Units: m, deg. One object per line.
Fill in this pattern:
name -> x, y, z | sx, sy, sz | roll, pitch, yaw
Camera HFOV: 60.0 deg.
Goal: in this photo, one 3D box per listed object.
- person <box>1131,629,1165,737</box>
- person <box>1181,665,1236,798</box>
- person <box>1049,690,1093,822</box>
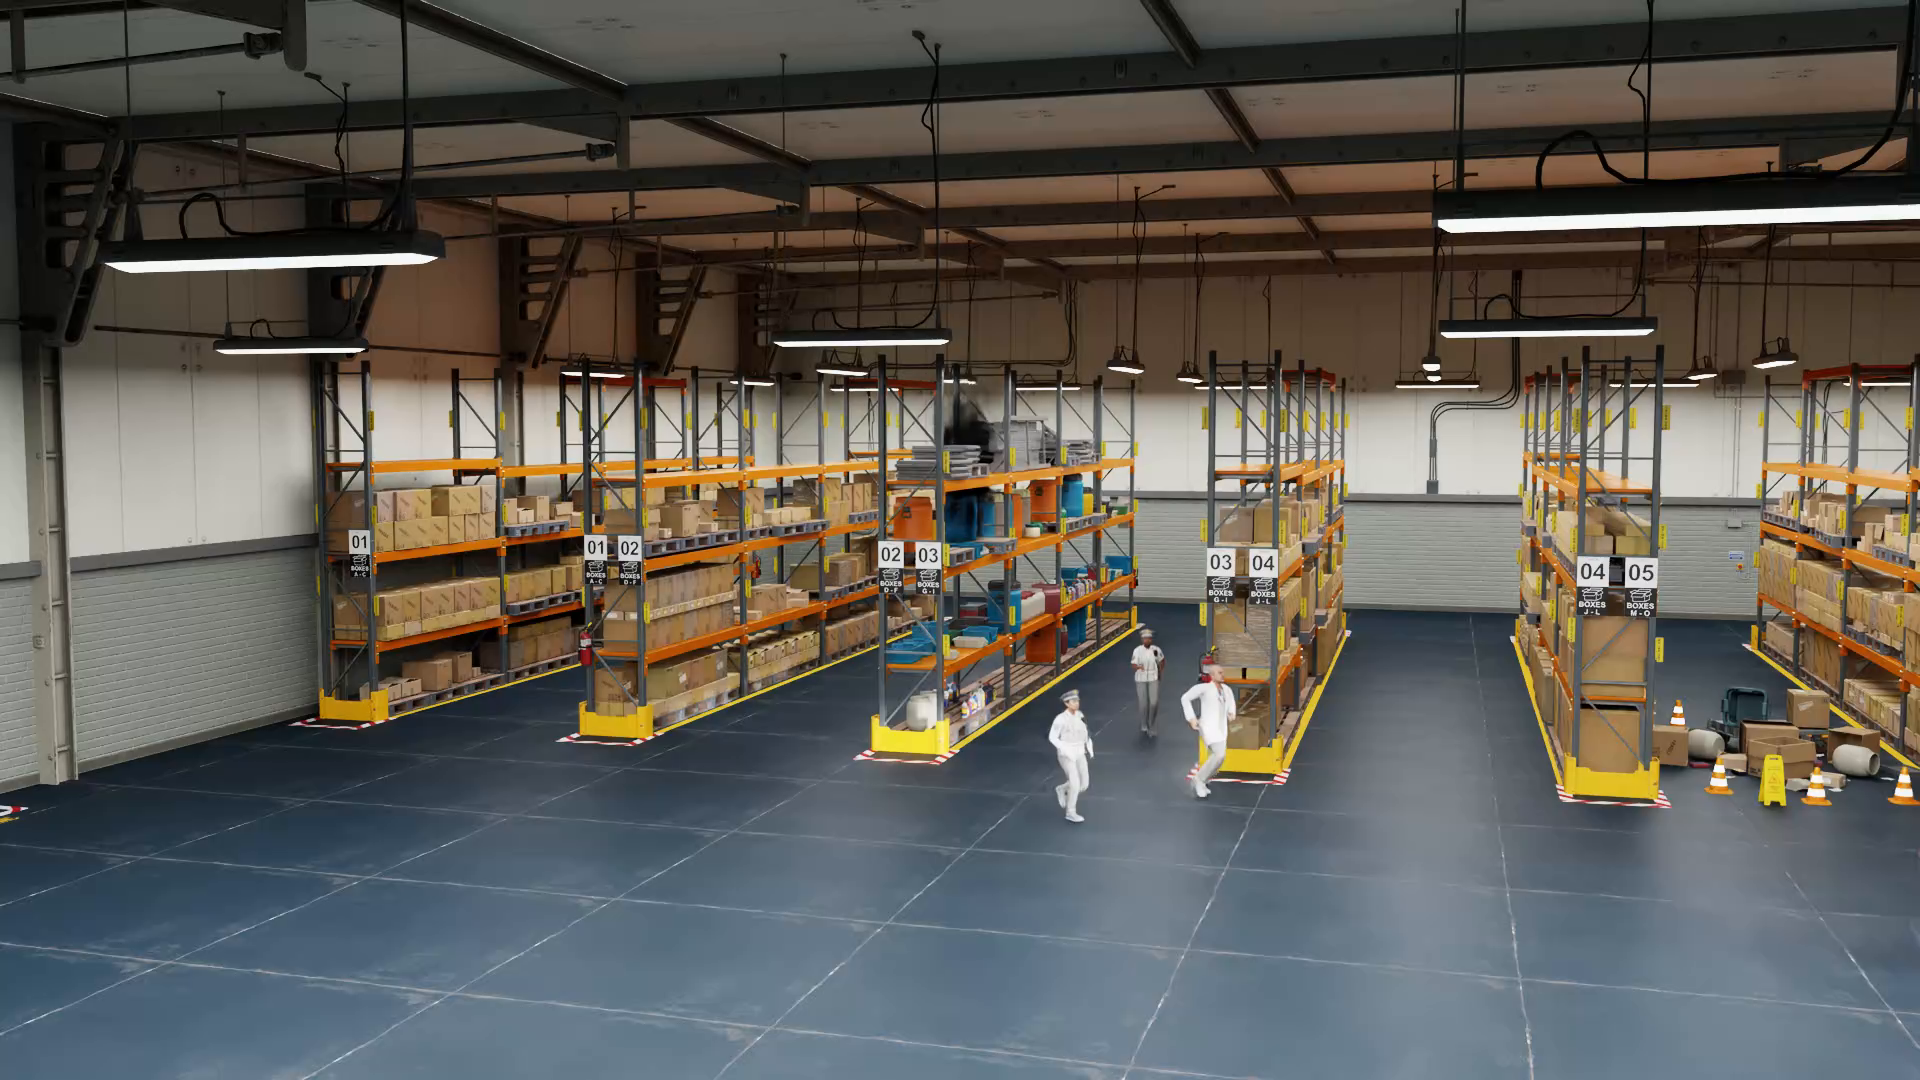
person -> 2.994, 2.276, 26.459 | 0.558, 1.728, 0.667 | 0, 4, 5
person -> 3.393, 2.543, 22.192 | 0.716, 1.736, 0.637 | -3, 5, -40
person -> 1.369, 2.682, 20.886 | 0.667, 1.643, 0.585 | -3, 5, -39
